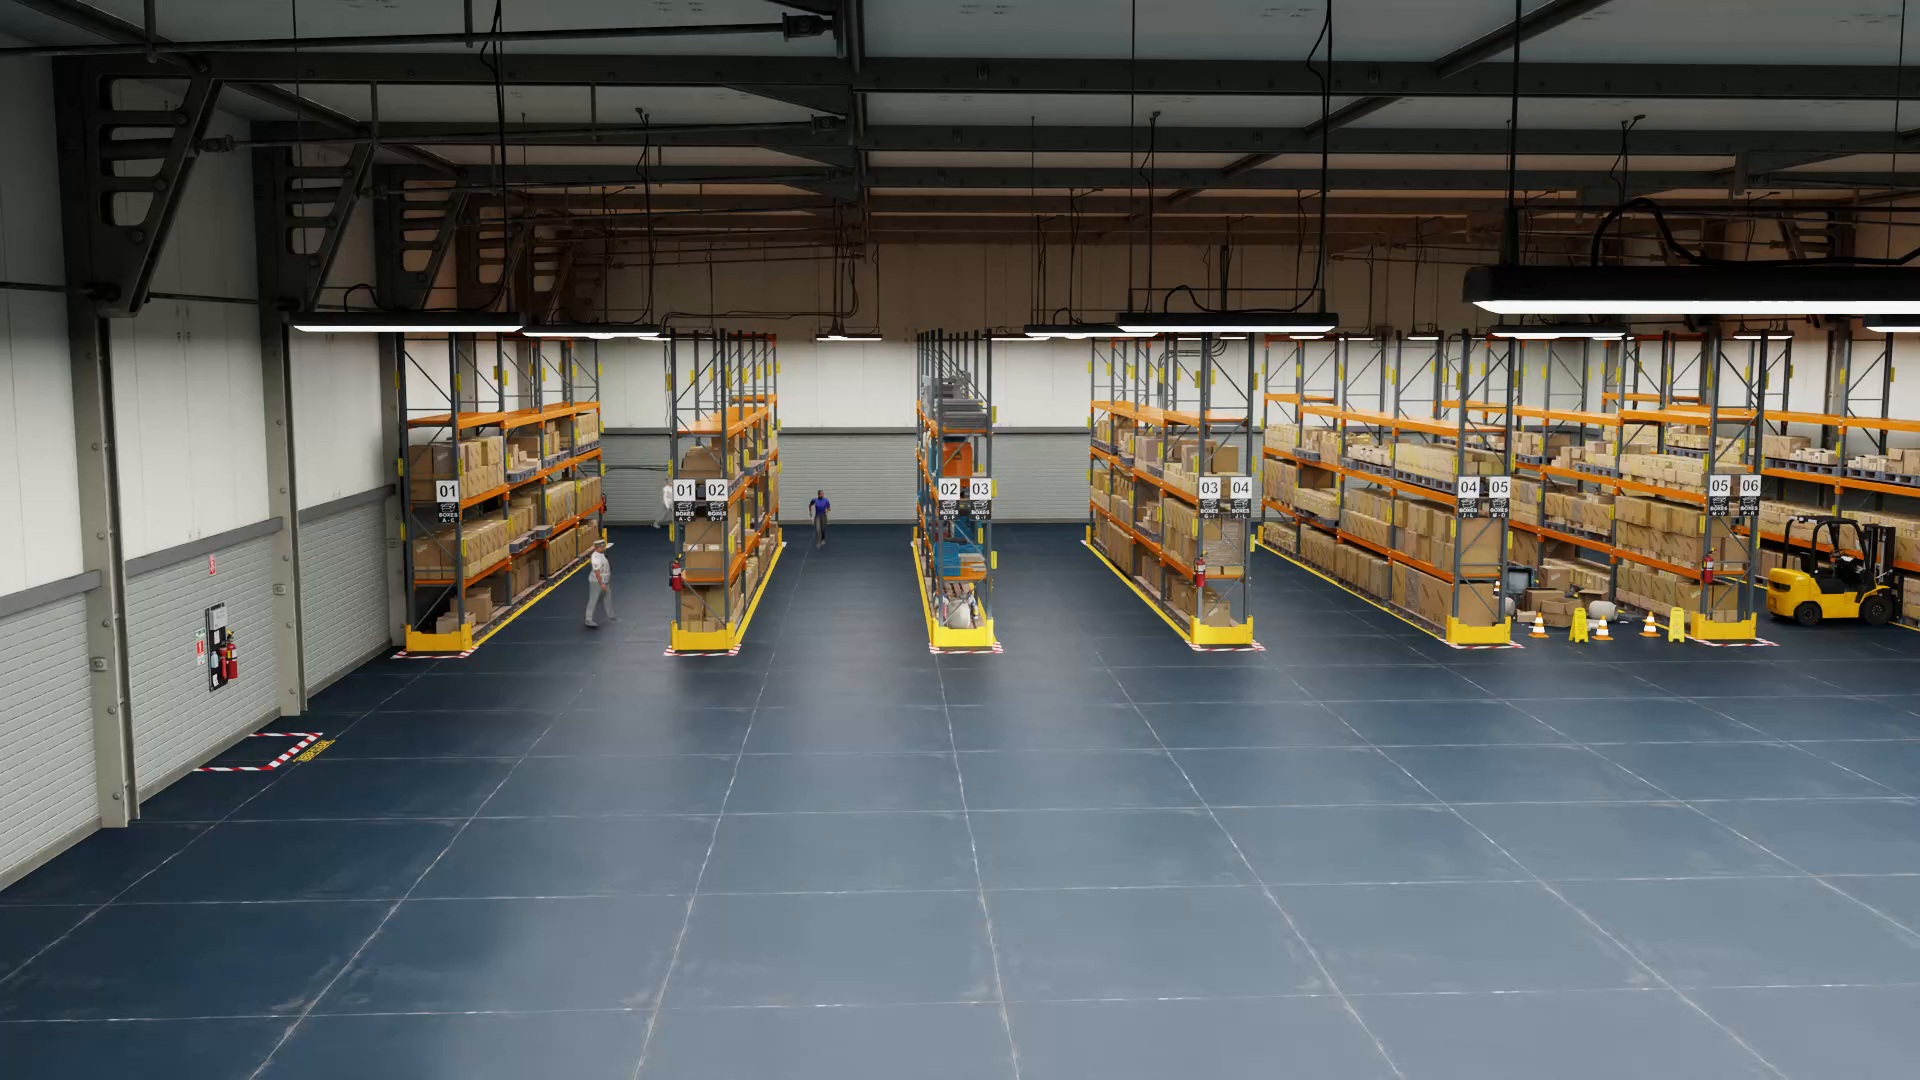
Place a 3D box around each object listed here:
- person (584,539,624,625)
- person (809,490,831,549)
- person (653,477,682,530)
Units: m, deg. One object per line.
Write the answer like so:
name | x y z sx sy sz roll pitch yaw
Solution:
person | -7.313 0.862 33.994 0.638 1.759 0.710 1 7 11
person | -3.926 -0.609 46.632 0.628 1.609 1.028 0 7 -2
person | -8.996 -1.122 51.140 0.907 1.624 0.522 1 7 11
